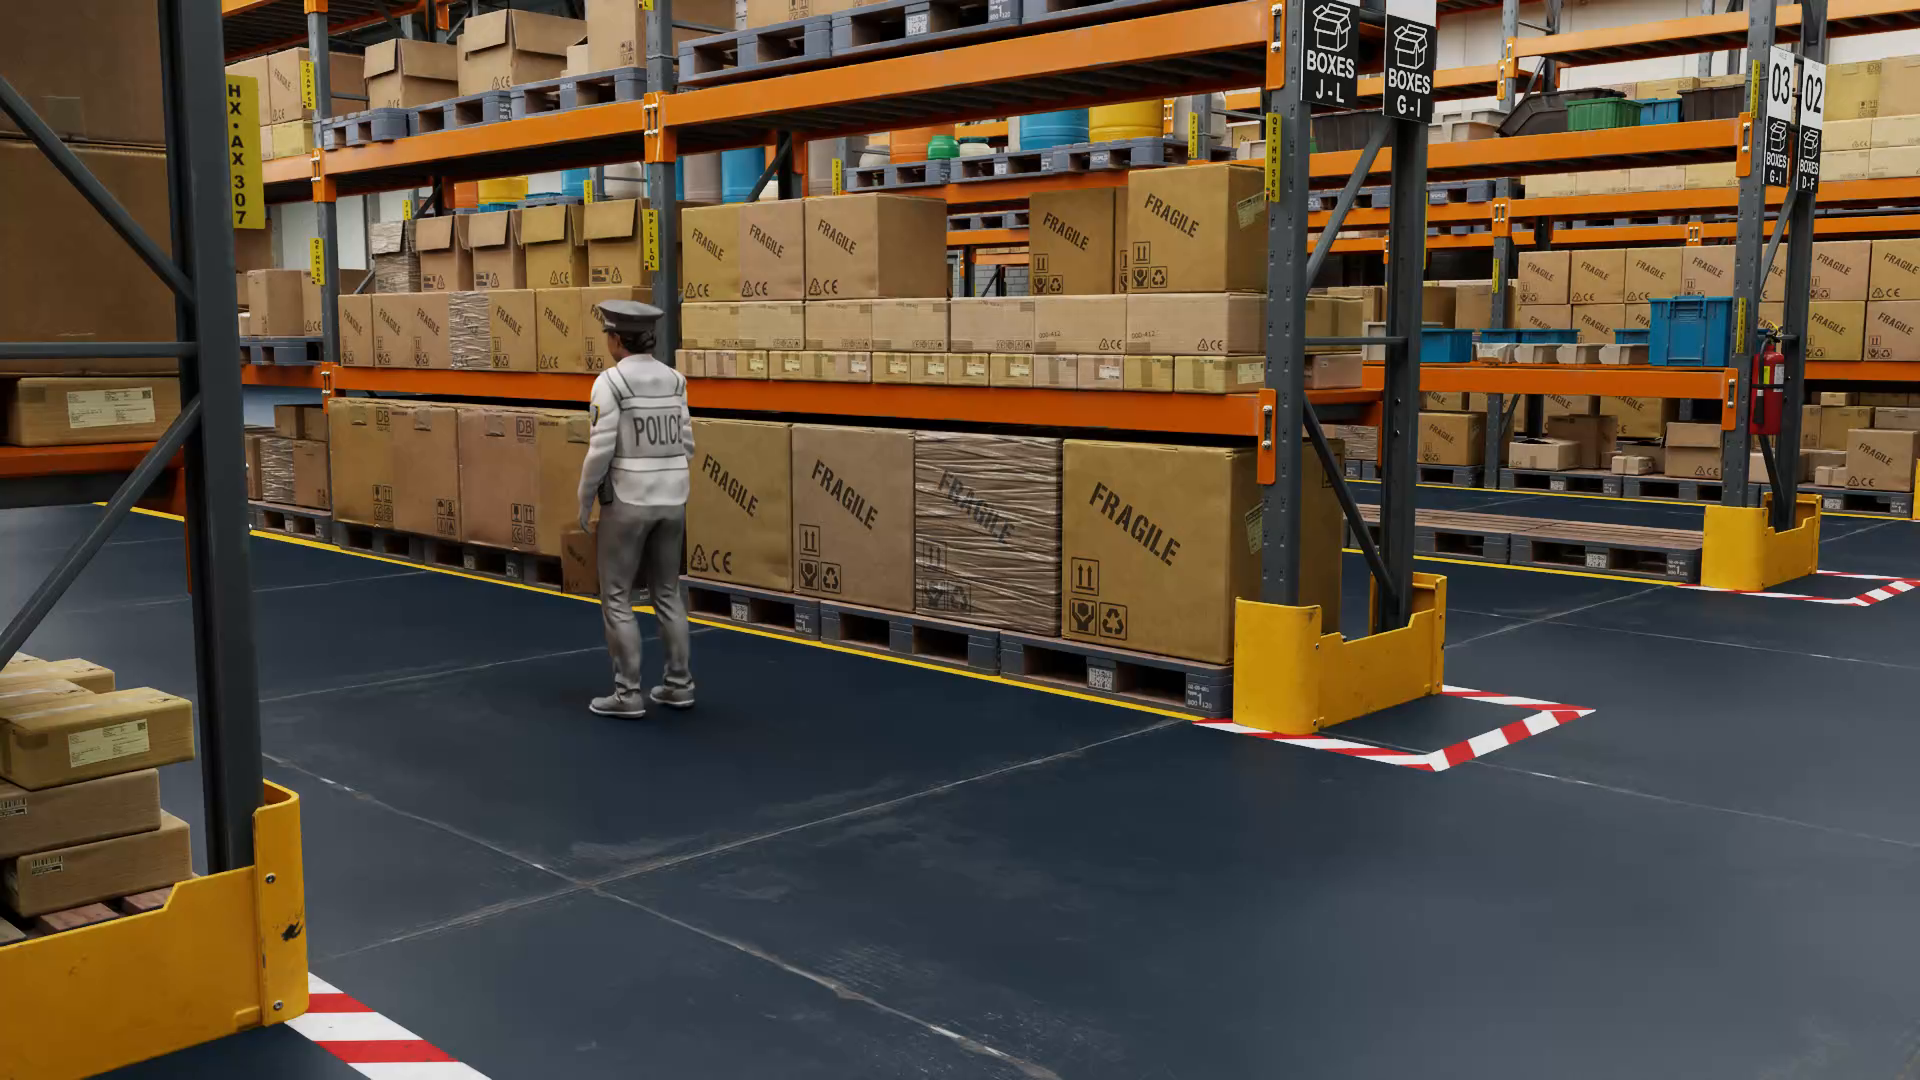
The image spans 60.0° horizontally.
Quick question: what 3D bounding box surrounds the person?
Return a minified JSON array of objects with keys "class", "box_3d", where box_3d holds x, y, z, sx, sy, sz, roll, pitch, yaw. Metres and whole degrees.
[{"class":"person","box_3d":[-1.293,-0.127,6.711,0.360,1.677,0.505,6,10,42]}]
